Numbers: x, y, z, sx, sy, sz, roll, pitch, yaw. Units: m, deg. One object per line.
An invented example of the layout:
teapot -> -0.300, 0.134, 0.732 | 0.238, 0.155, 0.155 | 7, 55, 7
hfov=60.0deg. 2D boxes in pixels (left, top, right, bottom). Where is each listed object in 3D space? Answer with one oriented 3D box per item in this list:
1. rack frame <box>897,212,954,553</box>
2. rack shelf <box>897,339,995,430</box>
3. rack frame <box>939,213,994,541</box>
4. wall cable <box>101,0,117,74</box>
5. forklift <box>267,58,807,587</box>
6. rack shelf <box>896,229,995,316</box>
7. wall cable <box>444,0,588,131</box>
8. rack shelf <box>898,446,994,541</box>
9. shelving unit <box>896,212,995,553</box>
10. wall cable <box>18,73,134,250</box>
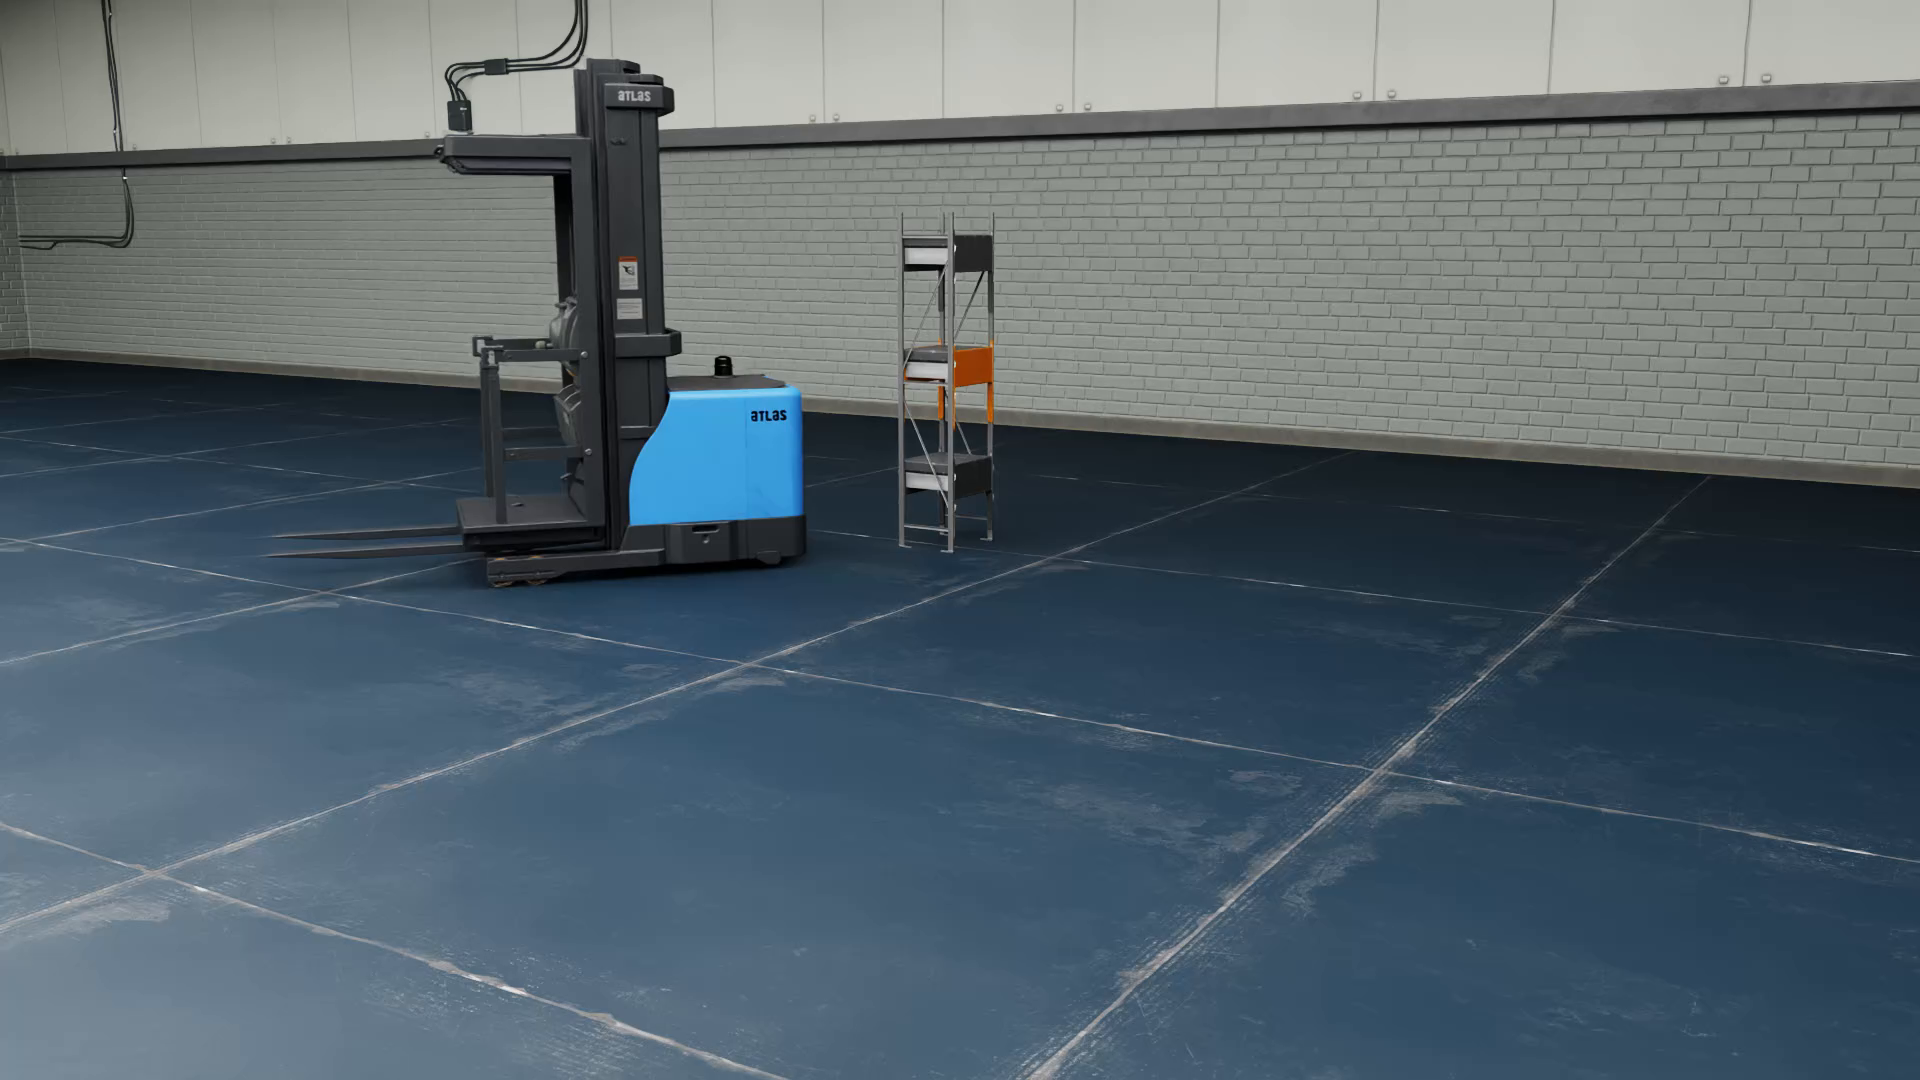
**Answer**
rack frame -> -0.213, -0.968, 10.331 | 0.400, 2.100, 0.015 | 6, 12, 31
rack shelf -> -0.086, -0.993, 10.539 | 0.431, 0.518, 0.480 | 6, 12, 31
rack frame -> 0.041, -1.044, 10.741 | 0.400, 2.100, 0.015 | 6, 12, 31
wall cable -> -11.127, -7.858, 23.102 | 3.097, 2.526, 0.112 | 6, 12, 31
forklift -> -2.503, -1.282, 9.751 | 3.031, 2.935, 1.130 | -4, 11, -18
rack shelf -> -0.086, -1.681, 10.410 | 0.431, 0.518, 0.480 | 6, 12, 31
wall cable -> -5.334, -7.923, 19.491 | 2.305, 6.003, 0.169 | 6, 12, 31
rack shelf -> -0.086, -0.305, 10.668 | 0.431, 0.518, 0.480 | 6, 12, 31
shelving unit -> -0.086, -1.006, 10.536 | 0.431, 2.100, 0.503 | 6, 12, 31
wall cable -> -13.439, -5.634, 24.948 | 3.097, 2.526, 0.112 | 6, 12, 31
